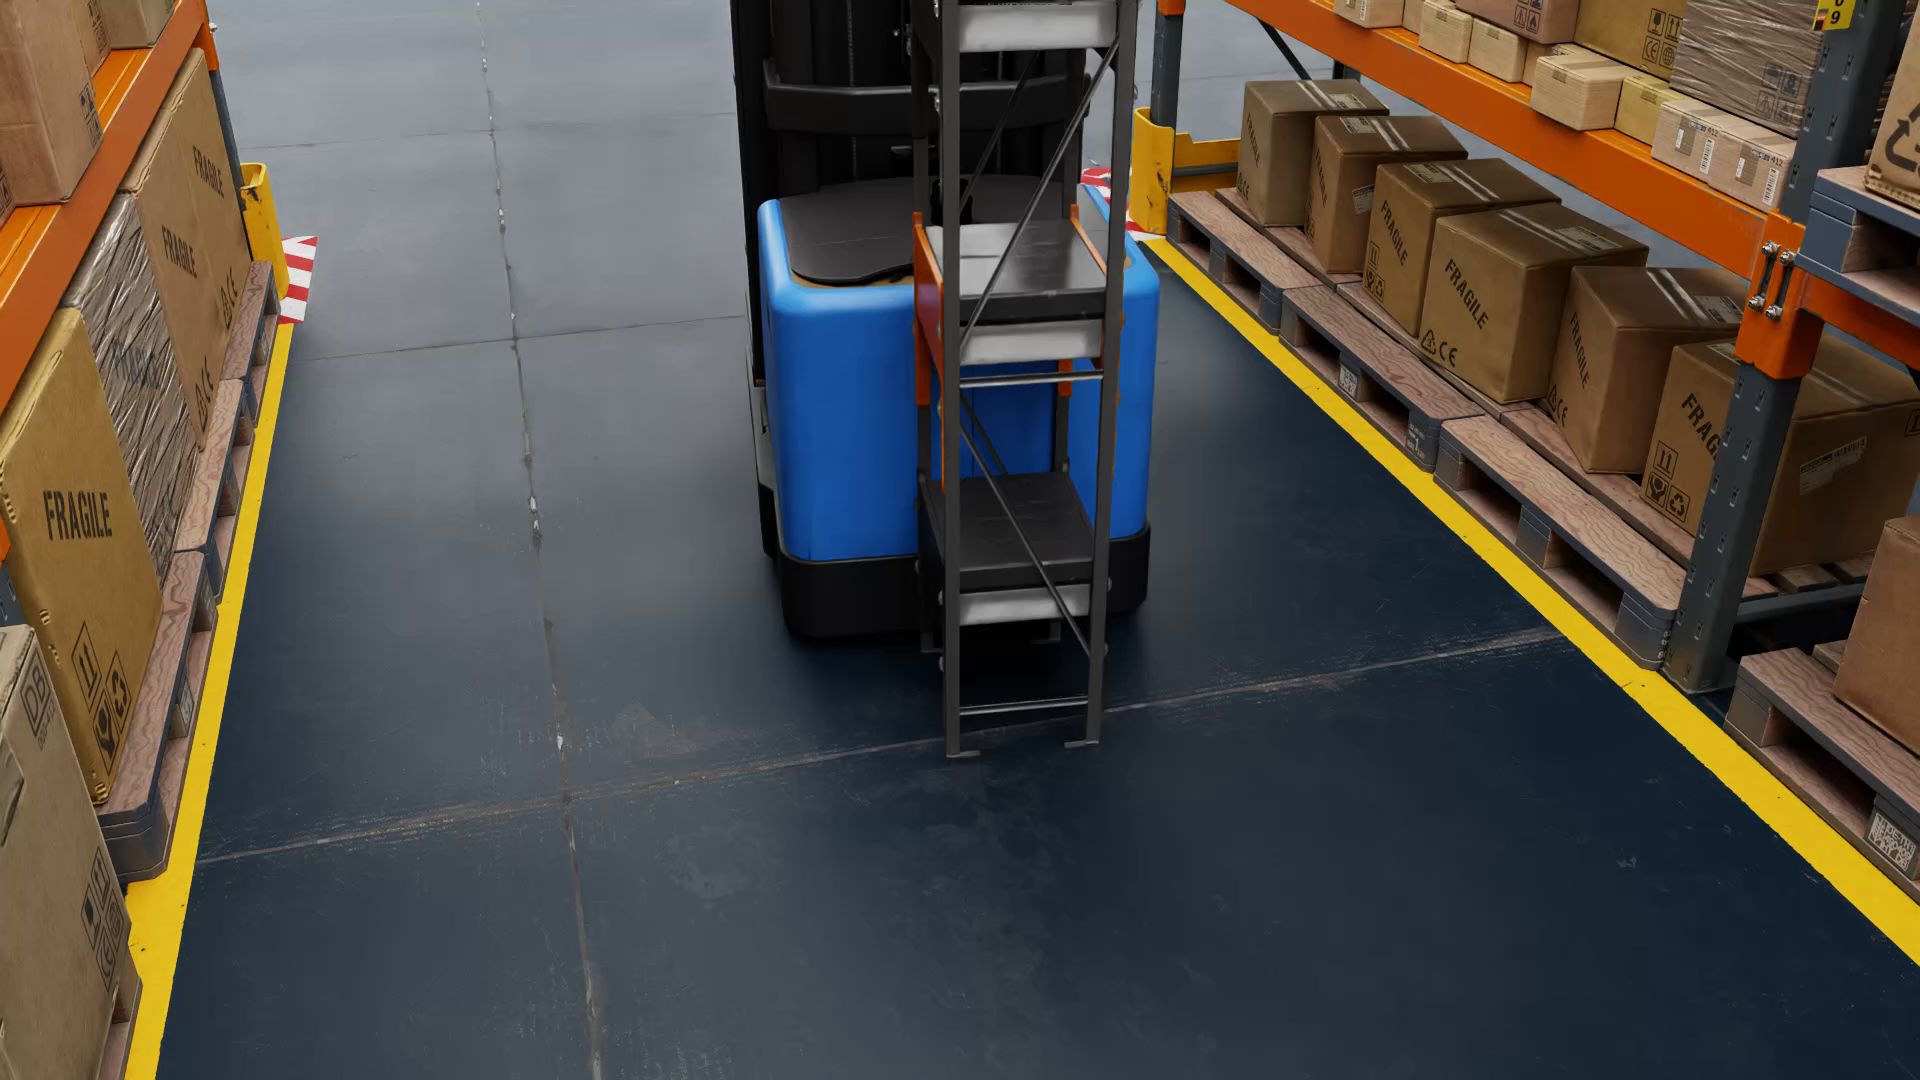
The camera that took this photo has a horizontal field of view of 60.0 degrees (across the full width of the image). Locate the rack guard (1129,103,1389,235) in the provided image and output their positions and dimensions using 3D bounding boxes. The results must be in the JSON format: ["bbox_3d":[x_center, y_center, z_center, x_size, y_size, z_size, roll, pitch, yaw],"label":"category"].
[{"bbox_3d":[1.397,-1.779,7.824,1.175,0.500,0.348,-8,31,-13],"label":"rack guard"}]

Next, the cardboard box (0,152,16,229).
[{"bbox_3d":[-2.648,-0.859,3.590,0.875,0.550,0.550,-8,31,-13],"label":"cardboard box"}]

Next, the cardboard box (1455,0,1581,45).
[{"bbox_3d":[2.050,-1.837,5.033,0.875,0.500,0.500,-8,31,-13],"label":"cardboard box"}]

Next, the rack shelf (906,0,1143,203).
[{"bbox_3d":[0.125,-1.076,3.643,0.431,0.518,0.480,-4,30,-8],"label":"rack shelf"}]

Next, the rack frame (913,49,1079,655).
[{"bbox_3d":[0.088,-0.603,4.196,0.400,2.100,0.015,-4,30,-8],"label":"rack frame"}]

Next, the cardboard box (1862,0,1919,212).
[{"bbox_3d":[2.514,-1.005,2.973,1.000,1.000,1.000,-8,31,-13],"label":"cardboard box"}]

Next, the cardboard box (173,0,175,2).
[{"bbox_3d":[-3.290,-2.179,5.870,0.875,0.550,0.550,-8,31,-13],"label":"cardboard box"}]

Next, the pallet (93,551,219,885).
[{"bbox_3d":[-2.497,0.474,4.220,1.003,0.211,1.213,-8,31,-13],"label":"pallet"}]

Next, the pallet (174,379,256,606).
[{"bbox_3d":[-2.824,-0.116,5.240,1.003,0.211,1.213,-8,31,-13],"label":"pallet"}]

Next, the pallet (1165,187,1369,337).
[{"bbox_3d":[1.578,-1.257,7.211,1.003,0.211,1.213,-8,31,-13],"label":"pallet"}]

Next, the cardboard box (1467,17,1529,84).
[{"bbox_3d":[1.814,-1.532,5.153,0.380,0.149,0.250,-8,31,-13],"label":"cardboard box"}]

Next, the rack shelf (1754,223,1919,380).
[{"bbox_3d":[2.969,0.312,2.435,1.077,0.370,4.000,-8,31,-13],"label":"rack shelf"}]

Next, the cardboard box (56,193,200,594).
[{"bbox_3d":[-2.713,-0.365,4.588,0.875,0.875,0.875,-8,31,-13],"label":"cardboard box"}]

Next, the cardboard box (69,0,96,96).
[{"bbox_3d":[-2.915,-1.378,4.487,0.875,0.550,0.500,-8,31,-13],"label":"cardboard box"}]

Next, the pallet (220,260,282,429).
[{"bbox_3d":[-3.145,-0.704,6.256,1.003,0.211,1.213,-8,31,-13],"label":"pallet"}]

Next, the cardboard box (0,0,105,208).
[{"bbox_3d":[-2.678,-1.135,4.068,0.875,0.550,0.550,-8,31,-13],"label":"cardboard box"}]

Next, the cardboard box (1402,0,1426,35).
[{"bbox_3d":[1.721,-1.779,5.580,0.380,0.149,0.250,-8,31,-13],"label":"cardboard box"}]

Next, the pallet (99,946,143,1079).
[{"bbox_3d":[-2.093,1.215,2.941,1.003,0.211,1.213,-8,31,-13],"label":"pallet"}]

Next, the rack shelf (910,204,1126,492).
[{"bbox_3d":[0.125,-0.470,3.994,0.431,0.518,0.480,-4,30,-8],"label":"rack shelf"}]

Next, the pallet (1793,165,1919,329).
[{"bbox_3d":[2.501,-0.494,3.301,1.003,0.211,1.213,-8,31,-13],"label":"pallet"}]

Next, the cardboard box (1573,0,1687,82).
[{"bbox_3d":[2.280,-1.609,4.639,0.875,0.500,0.500,-8,31,-13],"label":"cardboard box"}]

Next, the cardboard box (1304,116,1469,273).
[{"bbox_3d":[1.718,-1.409,6.767,0.500,0.500,0.500,0,30,0],"label":"cardboard box"}]

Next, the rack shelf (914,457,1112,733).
[{"bbox_3d":[0.125,0.135,4.345,0.431,0.518,0.480,-4,30,-8],"label":"rack shelf"}]

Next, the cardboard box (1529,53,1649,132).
[{"bbox_3d":[1.858,-1.278,4.715,0.380,0.149,0.250,-8,31,-13],"label":"cardboard box"}]

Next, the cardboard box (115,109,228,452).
[{"bbox_3d":[-2.953,-0.806,5.349,0.875,0.875,0.875,-8,31,-14],"label":"cardboard box"}]

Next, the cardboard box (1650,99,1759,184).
[{"bbox_3d":[2.041,-1.044,4.309,0.380,0.149,0.250,-8,31,-13],"label":"cardboard box"}]

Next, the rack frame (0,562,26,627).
[{"bbox_3d":[-2.371,-0.355,2.869,1.000,3.000,0.127,-8,31,-13],"label":"rack frame"}]

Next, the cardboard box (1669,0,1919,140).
[{"bbox_3d":[2.379,-1.363,4.214,0.875,0.500,0.500,-8,31,-13],"label":"cardboard box"}]

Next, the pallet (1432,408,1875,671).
[{"bbox_3d":[2.226,-0.078,5.175,1.003,0.211,1.213,-8,31,-13],"label":"pallet"}]

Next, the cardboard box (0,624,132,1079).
[{"bbox_3d":[-2.119,0.725,2.830,1.050,0.750,0.750,-8,31,-14],"label":"cardboard box"}]

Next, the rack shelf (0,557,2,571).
[{"bbox_3d":[-1.840,0.922,1.380,1.077,0.370,4.000,-8,31,-13],"label":"rack shelf"}]

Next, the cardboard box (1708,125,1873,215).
[{"bbox_3d":[2.098,-0.922,4.099,0.380,0.149,0.250,-8,31,-13],"label":"cardboard box"}]

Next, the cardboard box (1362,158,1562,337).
[{"bbox_3d":[1.866,-1.105,6.240,0.500,0.500,0.500,-5,30,-9],"label":"cardboard box"}]

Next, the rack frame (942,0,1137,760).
[{"bbox_3d":[0.161,-0.361,3.778,0.400,2.100,0.015,-4,30,-8],"label":"rack frame"}]

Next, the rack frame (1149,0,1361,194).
[{"bbox_3d":[1.377,-2.897,7.262,1.000,3.000,0.127,-8,31,-13],"label":"rack frame"}]

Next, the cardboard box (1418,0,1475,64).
[{"bbox_3d":[1.714,-1.648,5.354,0.380,0.149,0.250,-8,31,-13],"label":"cardboard box"}]

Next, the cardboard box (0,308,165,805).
[{"bbox_3d":[-2.470,0.070,3.837,0.875,0.875,0.875,-7,31,-13],"label":"cardboard box"}]

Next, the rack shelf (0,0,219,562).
[{"bbox_3d":[-2.901,-1.009,4.718,1.077,0.370,4.000,-8,31,-13],"label":"rack shelf"}]

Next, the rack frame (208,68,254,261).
[{"bbox_3d":[-3.432,-2.287,6.207,1.000,3.000,0.127,-8,31,-13],"label":"rack frame"}]

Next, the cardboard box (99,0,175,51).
[{"bbox_3d":[-3.123,-1.916,5.416,0.875,0.550,0.550,-8,31,-13],"label":"cardboard box"}]

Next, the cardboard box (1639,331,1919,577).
[{"bbox_3d":[2.371,-0.264,4.788,0.500,0.500,0.500,-9,31,-15],"label":"cardboard box"}]

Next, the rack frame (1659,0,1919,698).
[{"bbox_3d":[2.438,-0.966,3.924,1.000,3.000,0.127,-8,31,-13],"label":"rack frame"}]

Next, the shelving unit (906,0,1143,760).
[{"bbox_3d":[0.125,-0.482,3.987,0.431,2.100,0.503,-4,30,-8],"label":"shelving unit"}]

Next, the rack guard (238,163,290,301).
[{"bbox_3d":[-3.439,-1.217,6.853,1.175,0.500,0.348,-8,31,-13],"label":"rack guard"}]

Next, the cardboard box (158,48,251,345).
[{"bbox_3d":[-3.189,-1.230,6.083,0.875,0.875,0.875,-8,31,-13],"label":"cardboard box"}]

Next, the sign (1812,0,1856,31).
[{"bbox_3d":[1.917,-1.264,3.576,0.100,0.325,0.005,-8,31,-13],"label":"sign"}]

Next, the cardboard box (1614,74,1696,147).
[{"bbox_3d":[2.032,-1.172,4.532,0.380,0.149,0.250,-8,31,-13],"label":"cardboard box"}]

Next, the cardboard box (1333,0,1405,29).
[{"bbox_3d":[1.527,-1.882,5.758,0.380,0.149,0.250,-8,31,-13],"label":"cardboard box"}]

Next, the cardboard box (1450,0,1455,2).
[{"bbox_3d":[1.957,-2.084,5.460,0.875,0.500,0.500,-8,31,-13],"label":"cardboard box"}]

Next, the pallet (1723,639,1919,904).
[{"bbox_3d":[2.646,0.617,3.973,1.003,0.211,1.213,-8,31,-13],"label":"pallet"}]

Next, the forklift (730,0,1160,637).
[{"bbox_3d":[-0.191,-1.717,5.290,1.130,2.935,3.031,-4,30,-8],"label":"forklift"}]

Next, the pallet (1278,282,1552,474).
[{"bbox_3d":[1.899,-0.669,6.195,1.003,0.211,1.213,-8,31,-13],"label":"pallet"}]

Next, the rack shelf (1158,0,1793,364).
[{"bbox_3d":[1.908,-1.620,5.773,1.077,0.370,4.000,-8,31,-13],"label":"rack shelf"}]

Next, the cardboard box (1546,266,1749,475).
[{"bbox_3d":[2.211,-0.540,5.264,0.500,0.500,0.500,2,30,3],"label":"cardboard box"}]

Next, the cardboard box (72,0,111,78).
[{"bbox_3d":[-3.095,-1.629,4.920,0.875,0.550,0.550,-8,31,-13],"label":"cardboard box"}]

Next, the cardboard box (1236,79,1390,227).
[{"bbox_3d":[1.526,-1.694,7.258,0.500,0.500,0.500,-2,30,-4],"label":"cardboard box"}]

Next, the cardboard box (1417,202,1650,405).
[{"bbox_3d":[1.971,-0.829,5.764,0.500,0.500,0.500,-11,32,-18],"label":"cardboard box"}]

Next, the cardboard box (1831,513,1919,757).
[{"bbox_3d":[2.581,0.225,3.923,0.700,0.500,0.500,-10,32,-17],"label":"cardboard box"}]

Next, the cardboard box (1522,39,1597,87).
[{"bbox_3d":[1.919,-1.417,4.954,0.380,0.149,0.250,-8,31,-13],"label":"cardboard box"}]
